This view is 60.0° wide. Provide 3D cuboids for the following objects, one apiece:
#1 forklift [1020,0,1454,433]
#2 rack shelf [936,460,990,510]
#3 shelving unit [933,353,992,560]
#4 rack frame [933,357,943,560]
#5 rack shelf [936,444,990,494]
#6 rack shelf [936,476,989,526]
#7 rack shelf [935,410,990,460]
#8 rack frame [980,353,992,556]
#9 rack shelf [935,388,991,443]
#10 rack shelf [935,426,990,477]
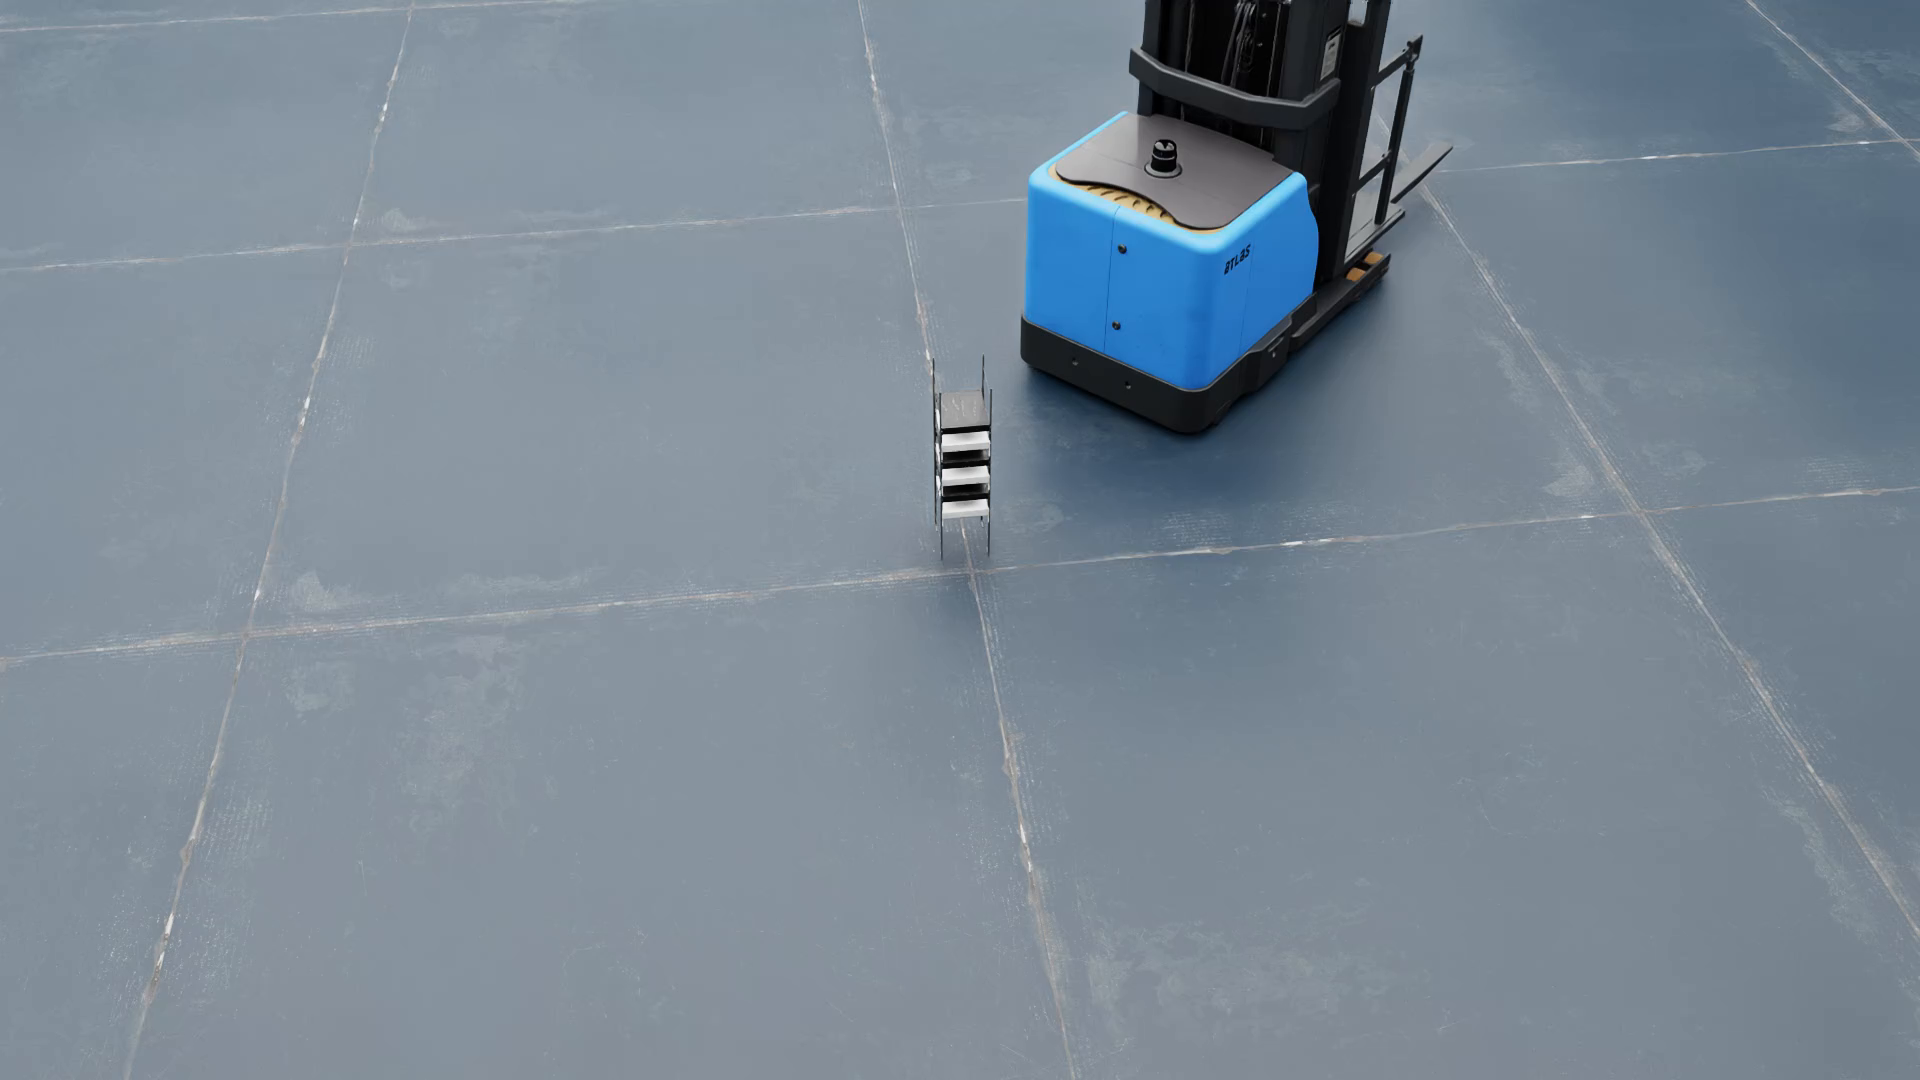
[{"bbox_3d":[1.599,-2.515,7.851,1.130,2.935,3.031,28,49,27],"label":"forklift"},{"bbox_3d":[0.008,-0.243,7.032,0.200,0.077,0.258,-5,42,-6],"label":"rack shelf"},{"bbox_3d":[0.008,-0.335,6.949,0.210,0.900,0.258,-5,42,-6],"label":"shelving unit"},{"bbox_3d":[-0.093,-0.326,6.940,0.006,0.900,0.240,-5,42,-6],"label":"rack frame"},{"bbox_3d":[0.008,-0.310,6.972,0.200,0.077,0.258,-5,42,-6],"label":"rack shelf"},{"bbox_3d":[0.008,-0.176,7.092,0.200,0.077,0.258,-5,42,-6],"label":"rack shelf"},{"bbox_3d":[0.008,-0.444,6.851,0.200,0.077,0.258,-5,42,-6],"label":"rack shelf"},{"bbox_3d":[0.109,-0.344,6.959,0.006,0.900,0.240,-5,42,-6],"label":"rack frame"},{"bbox_3d":[0.008,-0.511,6.791,0.200,0.077,0.258,-5,42,-6],"label":"rack shelf"},{"bbox_3d":[0.008,-0.377,6.911,0.200,0.077,0.258,-5,42,-6],"label":"rack shelf"}]
